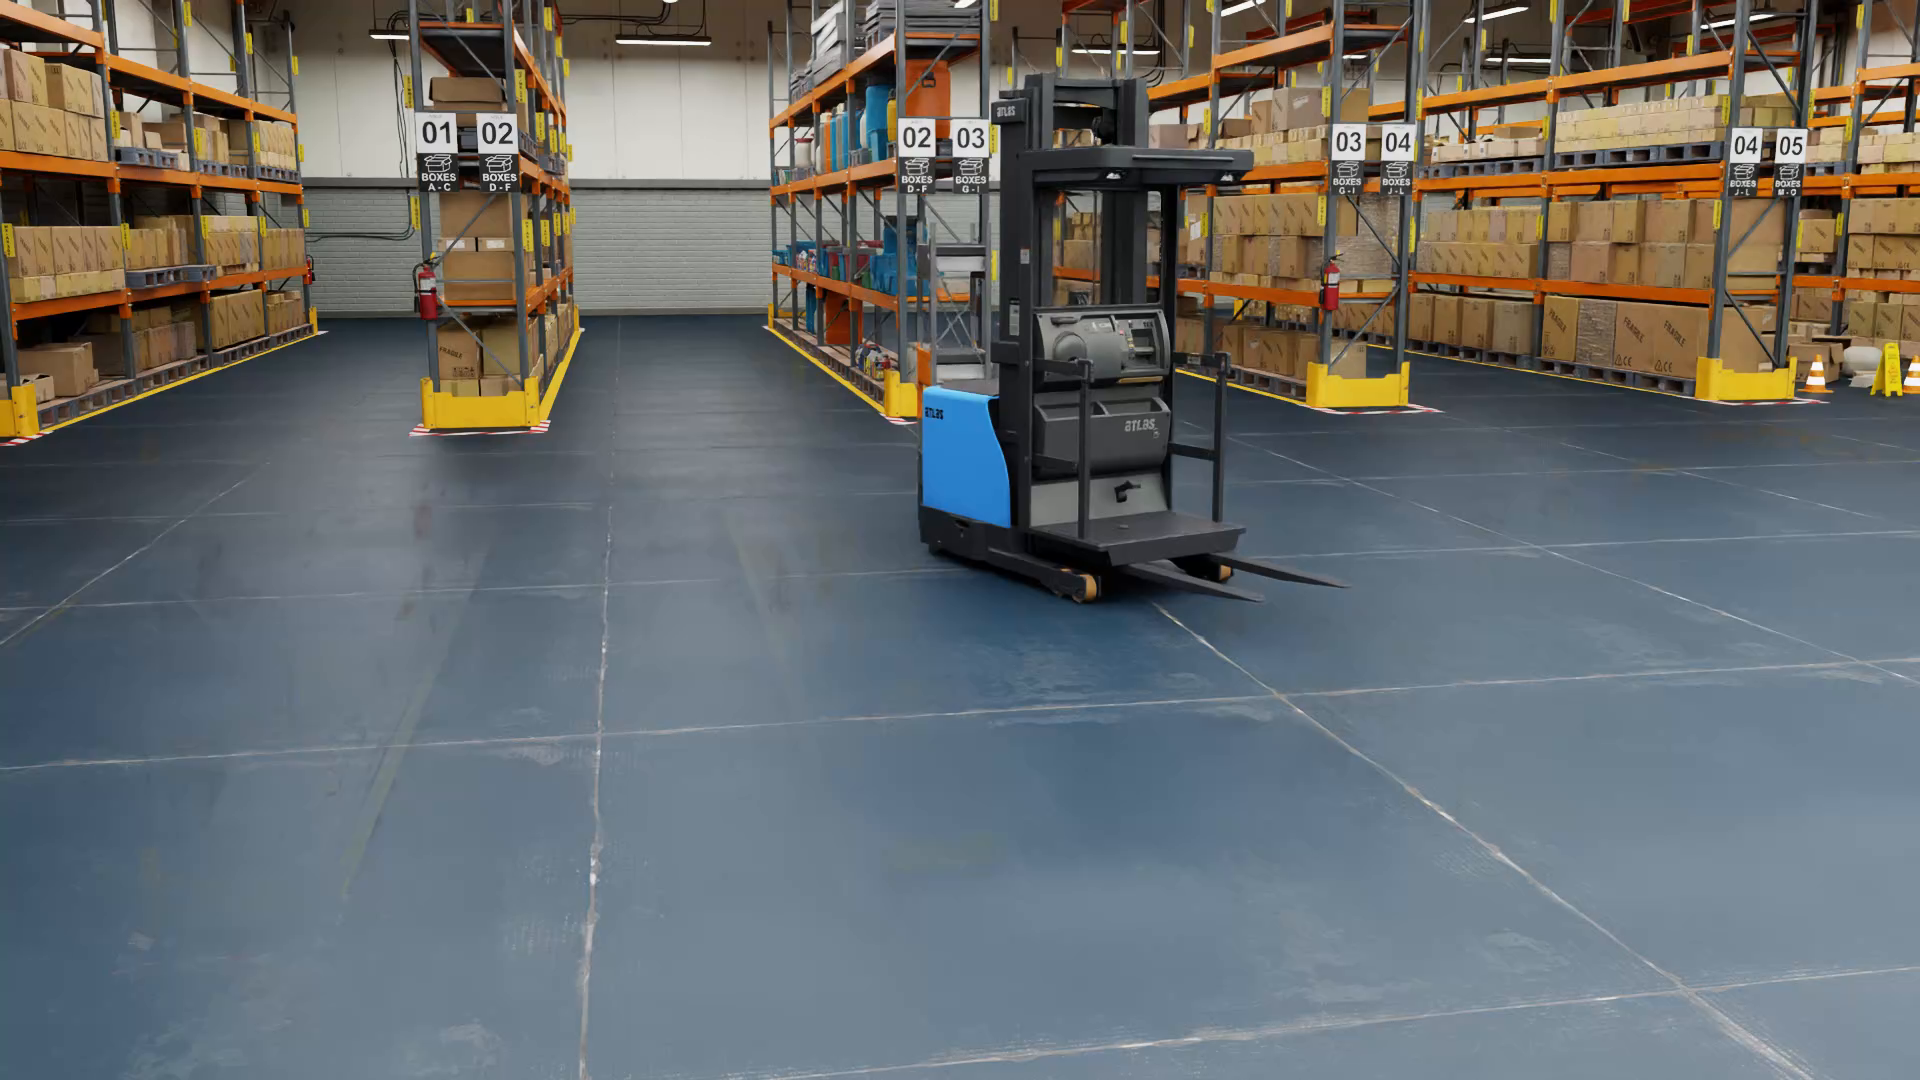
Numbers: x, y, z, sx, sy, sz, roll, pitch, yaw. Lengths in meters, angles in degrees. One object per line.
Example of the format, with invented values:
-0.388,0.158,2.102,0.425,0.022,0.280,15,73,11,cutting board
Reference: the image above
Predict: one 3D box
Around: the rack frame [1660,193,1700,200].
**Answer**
16.152,-6.522,37.442,1.000,3.000,0.127,-2,11,-11,rack frame

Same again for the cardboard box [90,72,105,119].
-10.316,-5.181,19.378,0.500,0.500,0.500,-3,11,-16,cardboard box

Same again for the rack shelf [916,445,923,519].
-0.044,-0.363,11.307,0.431,0.518,0.480,-2,11,-12,rack shelf

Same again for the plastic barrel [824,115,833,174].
-1.666,-5.739,24.158,0.600,0.830,0.708,-2,11,-11,plastic barrel

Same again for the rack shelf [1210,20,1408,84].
4.286,-6.005,20.613,1.077,0.370,4.000,-2,11,-11,rack shelf

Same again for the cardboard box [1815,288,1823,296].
16.996,-4.866,32.566,0.380,0.149,0.250,-2,11,-12,cardboard box

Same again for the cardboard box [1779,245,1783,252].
13.110,-4.804,26.228,0.500,0.500,0.500,-2,11,-9,cardboard box

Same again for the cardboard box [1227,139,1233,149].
3.776,-5.258,22.114,0.380,0.149,0.250,-3,11,-14,cardboard box

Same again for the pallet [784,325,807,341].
-2.699,-3.831,30.758,1.003,0.211,1.213,-2,11,-11,pallet

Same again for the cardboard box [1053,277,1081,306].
2.291,-4.534,31.553,0.875,0.875,0.875,-2,11,-11,cardboard box

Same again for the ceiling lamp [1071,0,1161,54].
3.528,-12.380,36.561,2.000,3.185,0.800,-2,11,-11,ceiling lamp

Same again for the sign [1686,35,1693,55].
12.296,-8.337,28.009,0.100,0.325,0.005,-2,11,-11,sign

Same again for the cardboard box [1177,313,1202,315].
3.389,-3.278,25.907,0.700,0.500,0.500,-3,11,-16,cardboard box

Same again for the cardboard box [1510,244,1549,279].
8.418,-4.077,24.326,0.500,0.500,0.500,-2,11,-11,cardboard box

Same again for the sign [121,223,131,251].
-10.149,-3.686,20.224,0.100,0.325,0.005,-2,11,-11,sign

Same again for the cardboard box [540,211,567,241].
-7.193,-5.525,29.258,0.500,0.500,0.500,-2,11,-10,cardboard box

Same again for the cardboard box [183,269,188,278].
-11.294,-3.928,24.432,0.380,0.149,0.250,-2,11,-12,cardboard box

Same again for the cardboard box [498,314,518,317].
-6.785,-3.178,24.603,0.500,0.311,0.500,-2,11,-9,cardboard box

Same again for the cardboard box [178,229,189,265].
-11.356,-4.153,23.547,0.700,0.500,0.500,-3,11,-18,cardboard box

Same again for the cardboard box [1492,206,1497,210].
11.319,-6.886,34.679,0.380,0.149,0.250,-2,11,-10,cardboard box

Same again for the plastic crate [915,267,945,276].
-0.480,-3.334,21.086,0.499,0.251,0.616,-2,11,-11,plastic crate

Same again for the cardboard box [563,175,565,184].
-7.418,-6.569,30.067,0.500,0.250,0.500,-2,11,-11,cardboard box

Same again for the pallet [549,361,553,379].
-6.244,-2.408,23.286,1.003,0.211,1.213,-2,11,-11,pallet

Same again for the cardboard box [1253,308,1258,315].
6.367,-4.796,34.872,0.380,0.149,0.250,-2,11,-11,cardboard box

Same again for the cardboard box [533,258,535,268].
-6.571,-4.042,24.648,0.500,0.311,0.500,-1,11,-7,cardboard box

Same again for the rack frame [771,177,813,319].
-3.296,-5.801,33.650,1.000,3.000,0.127,-2,11,-11,rack frame

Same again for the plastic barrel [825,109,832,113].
-1.847,-6.328,26.129,0.600,0.830,0.708,-2,11,-11,plastic barrel

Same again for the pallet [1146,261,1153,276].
3.362,-4.292,26.239,1.213,0.211,1.003,-2,11,-11,pallet

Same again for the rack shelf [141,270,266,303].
-11.847,-3.987,26.043,1.077,0.370,4.000,-2,11,-11,rack shelf

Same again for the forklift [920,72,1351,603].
0.962,-1.186,9.588,1.130,2.935,3.031,-7,13,-32,forklift

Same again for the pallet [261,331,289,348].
-12.307,-3.479,28.911,1.003,0.211,1.213,-2,11,-11,pallet

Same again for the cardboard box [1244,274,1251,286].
3.911,-3.378,21.592,0.380,0.149,0.250,-2,11,-11,cardboard box

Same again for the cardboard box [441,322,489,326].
-5.744,-2.273,19.340,0.500,0.500,0.500,-2,11,-11,cardboard box

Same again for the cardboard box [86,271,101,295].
-10.088,-2.916,18.844,0.500,0.250,0.500,-2,11,-11,cardboard box

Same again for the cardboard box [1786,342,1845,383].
11.570,-2.410,22.515,0.637,0.503,0.797,9,14,38,cardboard box

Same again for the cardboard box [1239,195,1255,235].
3.930,-4.191,21.457,0.500,0.500,0.500,-2,11,-11,cardboard box

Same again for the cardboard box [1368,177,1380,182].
7.440,-6.477,28.912,0.500,0.500,0.500,-2,11,-11,cardboard box

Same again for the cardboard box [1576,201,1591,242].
9.041,-4.380,22.899,0.875,0.550,0.550,-2,11,-11,cardboard box

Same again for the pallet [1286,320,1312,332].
7.060,-4.161,32.494,1.003,0.211,1.213,-2,11,-11,pallet

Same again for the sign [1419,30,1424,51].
7.473,-8.099,26.969,0.100,0.325,0.005,-2,11,-11,sign

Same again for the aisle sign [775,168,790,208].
-3.601,-7.080,33.420,0.394,0.787,0.004,-2,11,-11,aisle sign

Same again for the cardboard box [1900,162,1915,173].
13.600,-5.285,23.593,0.380,0.149,0.250,-2,11,-9,cardboard box

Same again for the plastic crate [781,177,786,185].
-3.138,-6.630,30.693,0.293,0.136,0.466,-2,11,-11,plastic crate

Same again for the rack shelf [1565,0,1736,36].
12.450,-9.467,29.904,1.077,0.370,4.000,-2,11,-11,rack shelf

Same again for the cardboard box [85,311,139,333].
-10.928,-2.811,21.446,0.500,0.250,0.500,-2,11,-12,cardboard box

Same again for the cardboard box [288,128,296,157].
-12.604,-7.340,30.719,0.500,0.500,0.500,-2,11,-11,cardboard box

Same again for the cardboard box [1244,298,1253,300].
6.216,-5.132,35.049,0.380,0.149,0.250,-3,11,-14,cardboard box

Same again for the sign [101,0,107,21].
-12.001,-7.436,23.276,0.100,0.325,0.005,-2,11,-11,sign

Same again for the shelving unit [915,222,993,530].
-0.044,-1.065,11.173,0.431,2.100,0.503,-2,11,-12,shelving unit

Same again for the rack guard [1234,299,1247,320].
6.462,-4.901,35.607,1.175,0.500,0.348,-2,11,-11,rack guard

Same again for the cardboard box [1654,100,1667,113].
8.965,-5.441,20.887,0.380,0.149,0.250,-2,11,-11,cardboard box

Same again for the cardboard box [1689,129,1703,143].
9.114,-4.909,20.222,0.380,0.149,0.250,-2,11,-11,cardboard box

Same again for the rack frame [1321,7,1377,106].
7.226,-8.356,31.032,1.000,3.000,0.127,-2,11,-11,rack frame

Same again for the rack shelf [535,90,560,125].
-6.988,-6.918,26.470,1.077,0.370,4.000,-2,11,-11,rack shelf
